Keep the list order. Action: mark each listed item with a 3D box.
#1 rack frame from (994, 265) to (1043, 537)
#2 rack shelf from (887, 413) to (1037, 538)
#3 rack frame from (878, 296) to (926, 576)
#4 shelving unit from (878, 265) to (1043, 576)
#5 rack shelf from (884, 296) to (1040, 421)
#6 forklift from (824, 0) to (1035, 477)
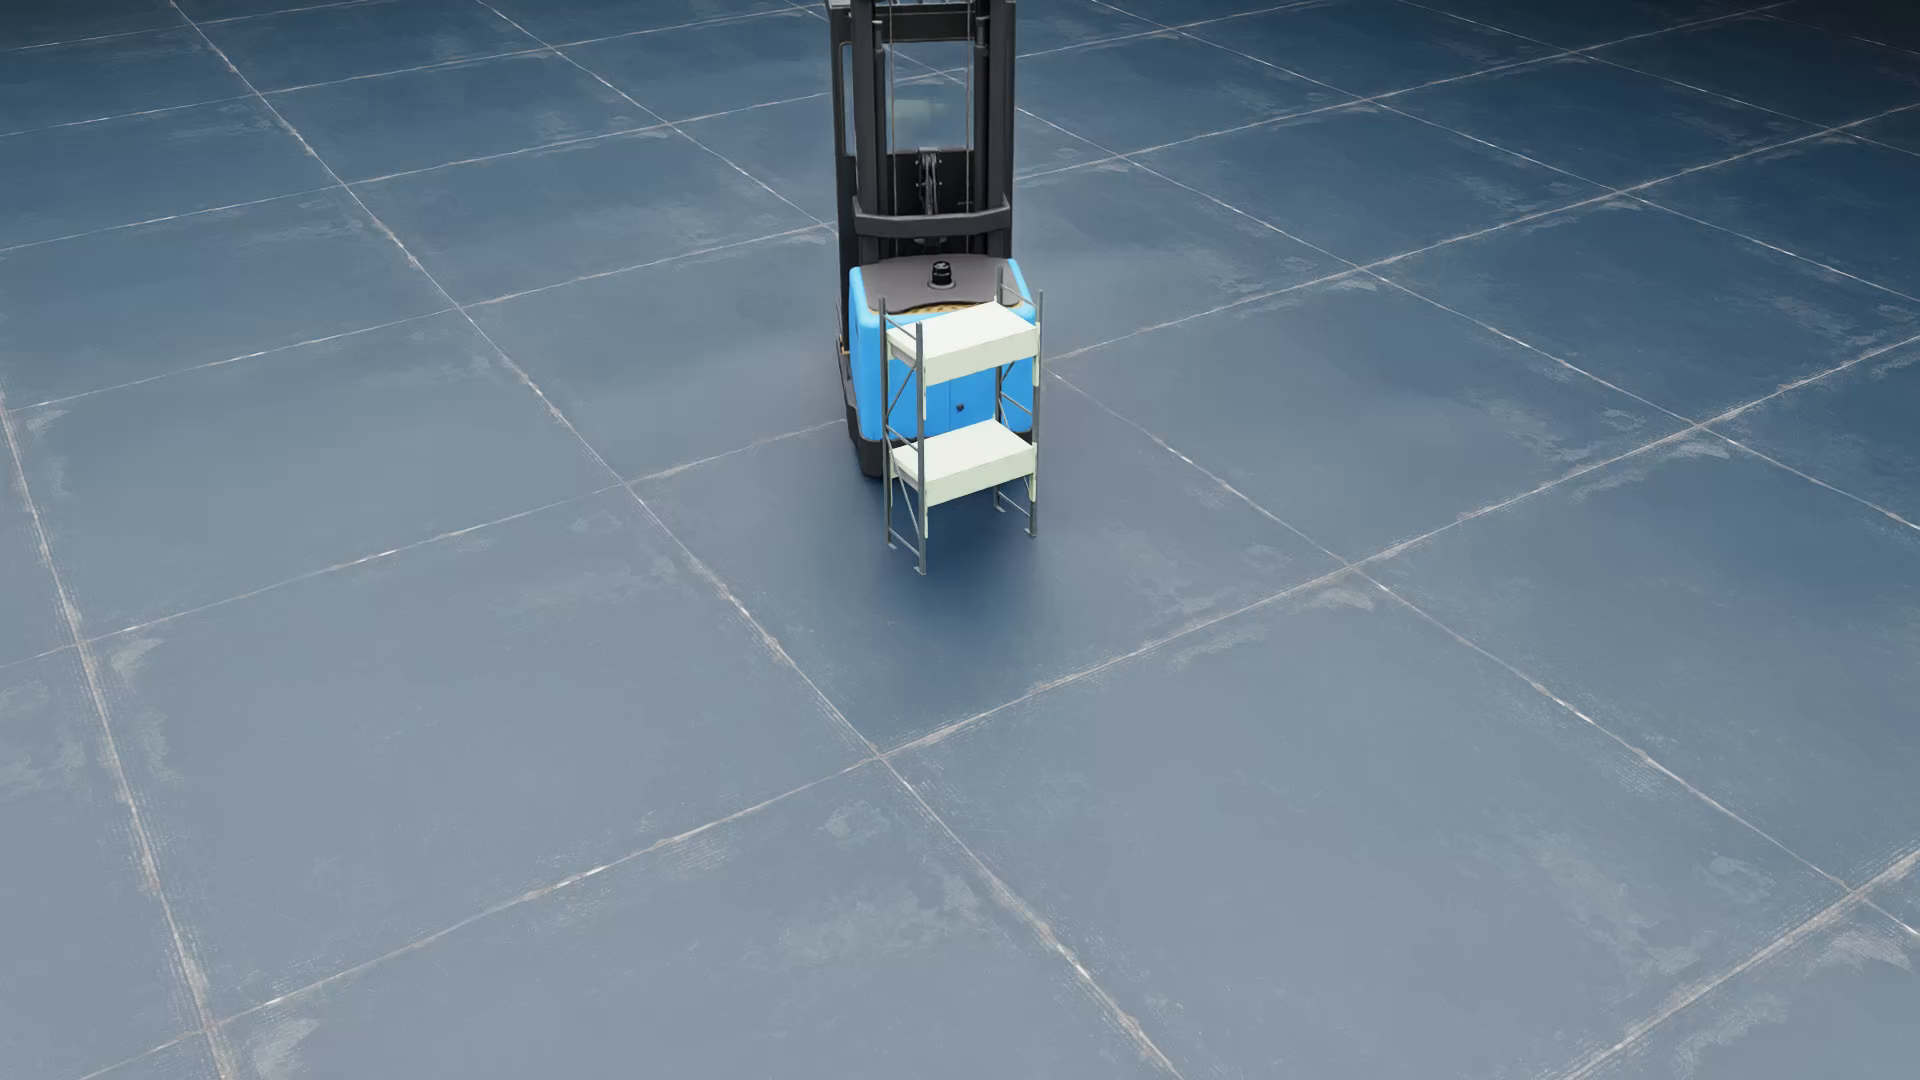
[{"bbox_3d":[0.313,-0.742,9.142,0.023,1.500,0.400,-19,37,-27],"label":"rack frame"},{"bbox_3d":[0.006,-0.361,9.148,0.720,0.370,0.431,-19,37,-27],"label":"rack shelf"},{"bbox_3d":[-0.302,-0.530,8.807,0.023,1.500,0.400,-19,37,-27],"label":"rack frame"},{"bbox_3d":[0.006,-0.636,8.974,0.755,1.500,0.431,-19,37,-27],"label":"shelving unit"},{"bbox_3d":[0.006,-0.966,8.766,0.720,0.370,0.431,-19,37,-27],"label":"rack shelf"},{"bbox_3d":[-0.249,-2.382,10.400,1.130,2.935,3.031,-4,32,-6],"label":"forklift"}]
